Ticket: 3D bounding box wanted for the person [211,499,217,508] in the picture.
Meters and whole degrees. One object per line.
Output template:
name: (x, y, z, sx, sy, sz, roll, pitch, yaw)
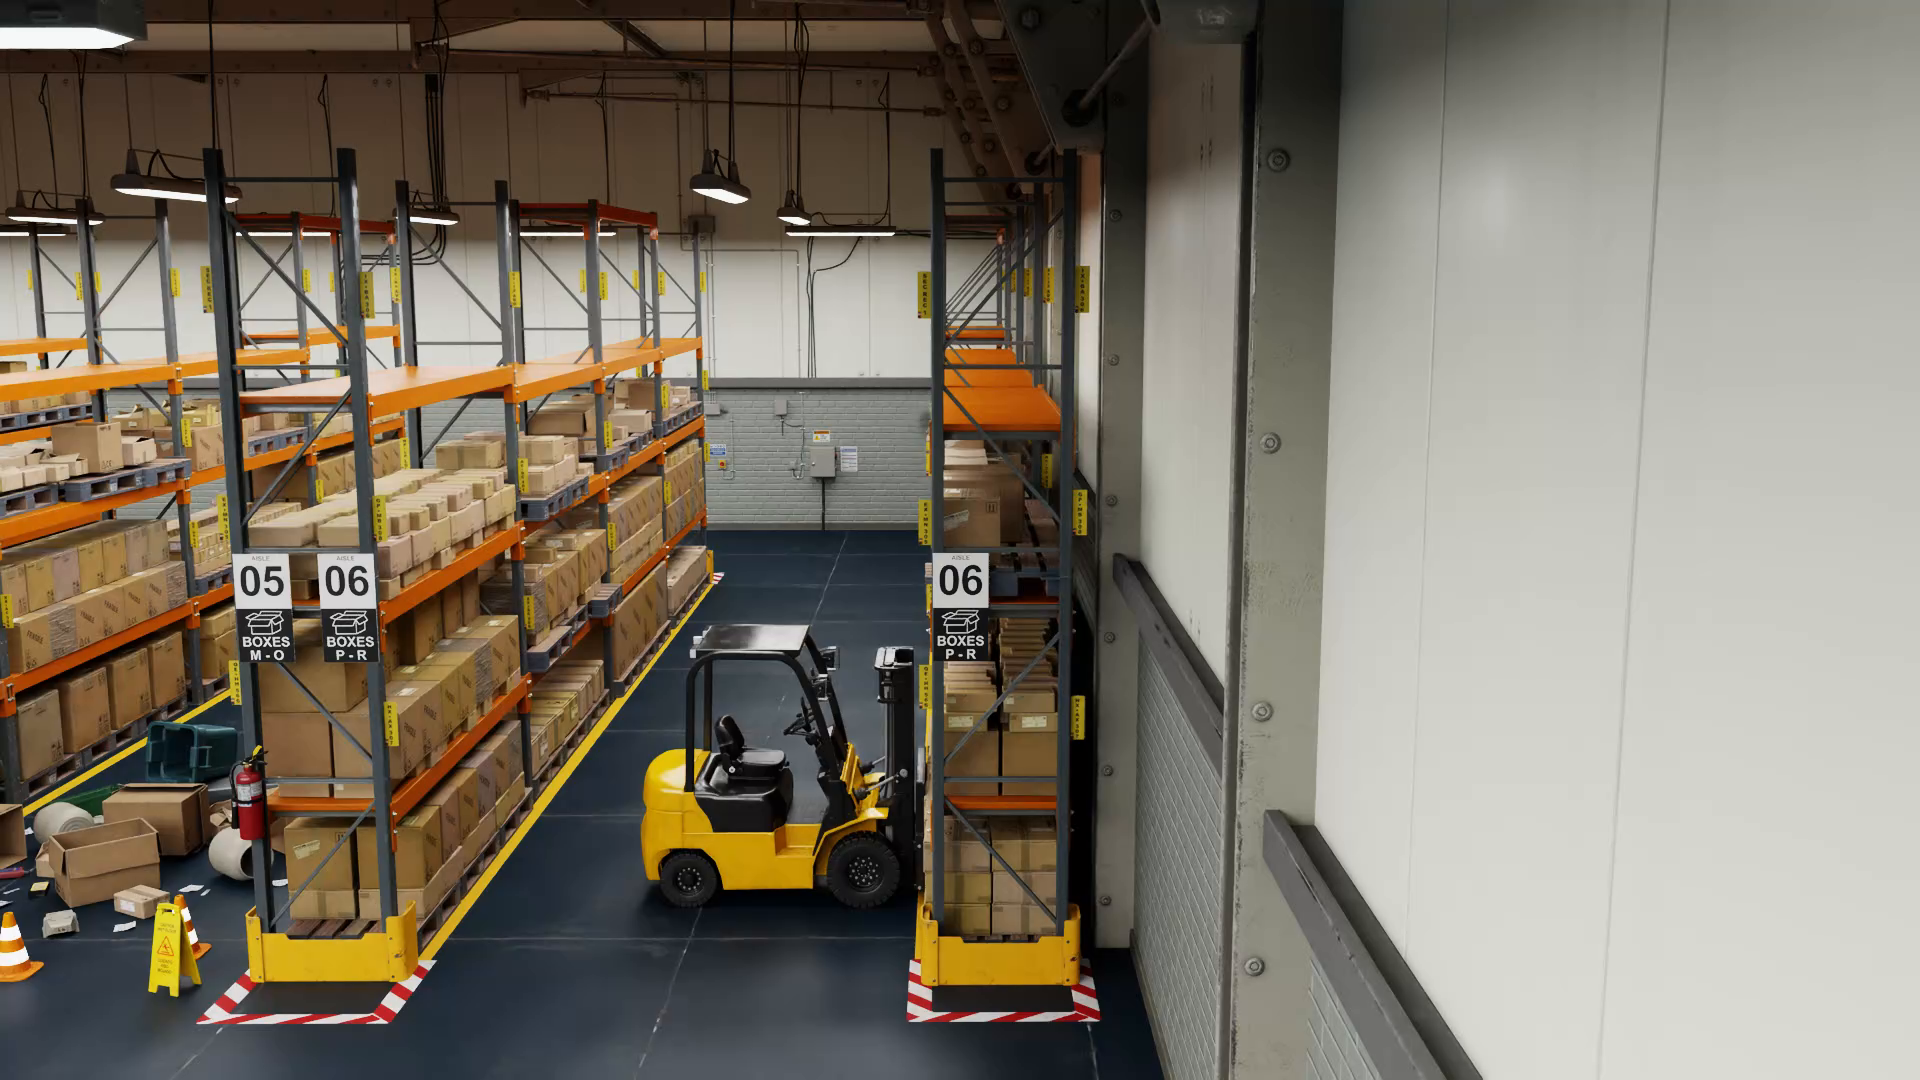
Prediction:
person: (-11.537, 0.198, 25.960, 0.665, 1.692, 0.728, 1, 9, 3)
